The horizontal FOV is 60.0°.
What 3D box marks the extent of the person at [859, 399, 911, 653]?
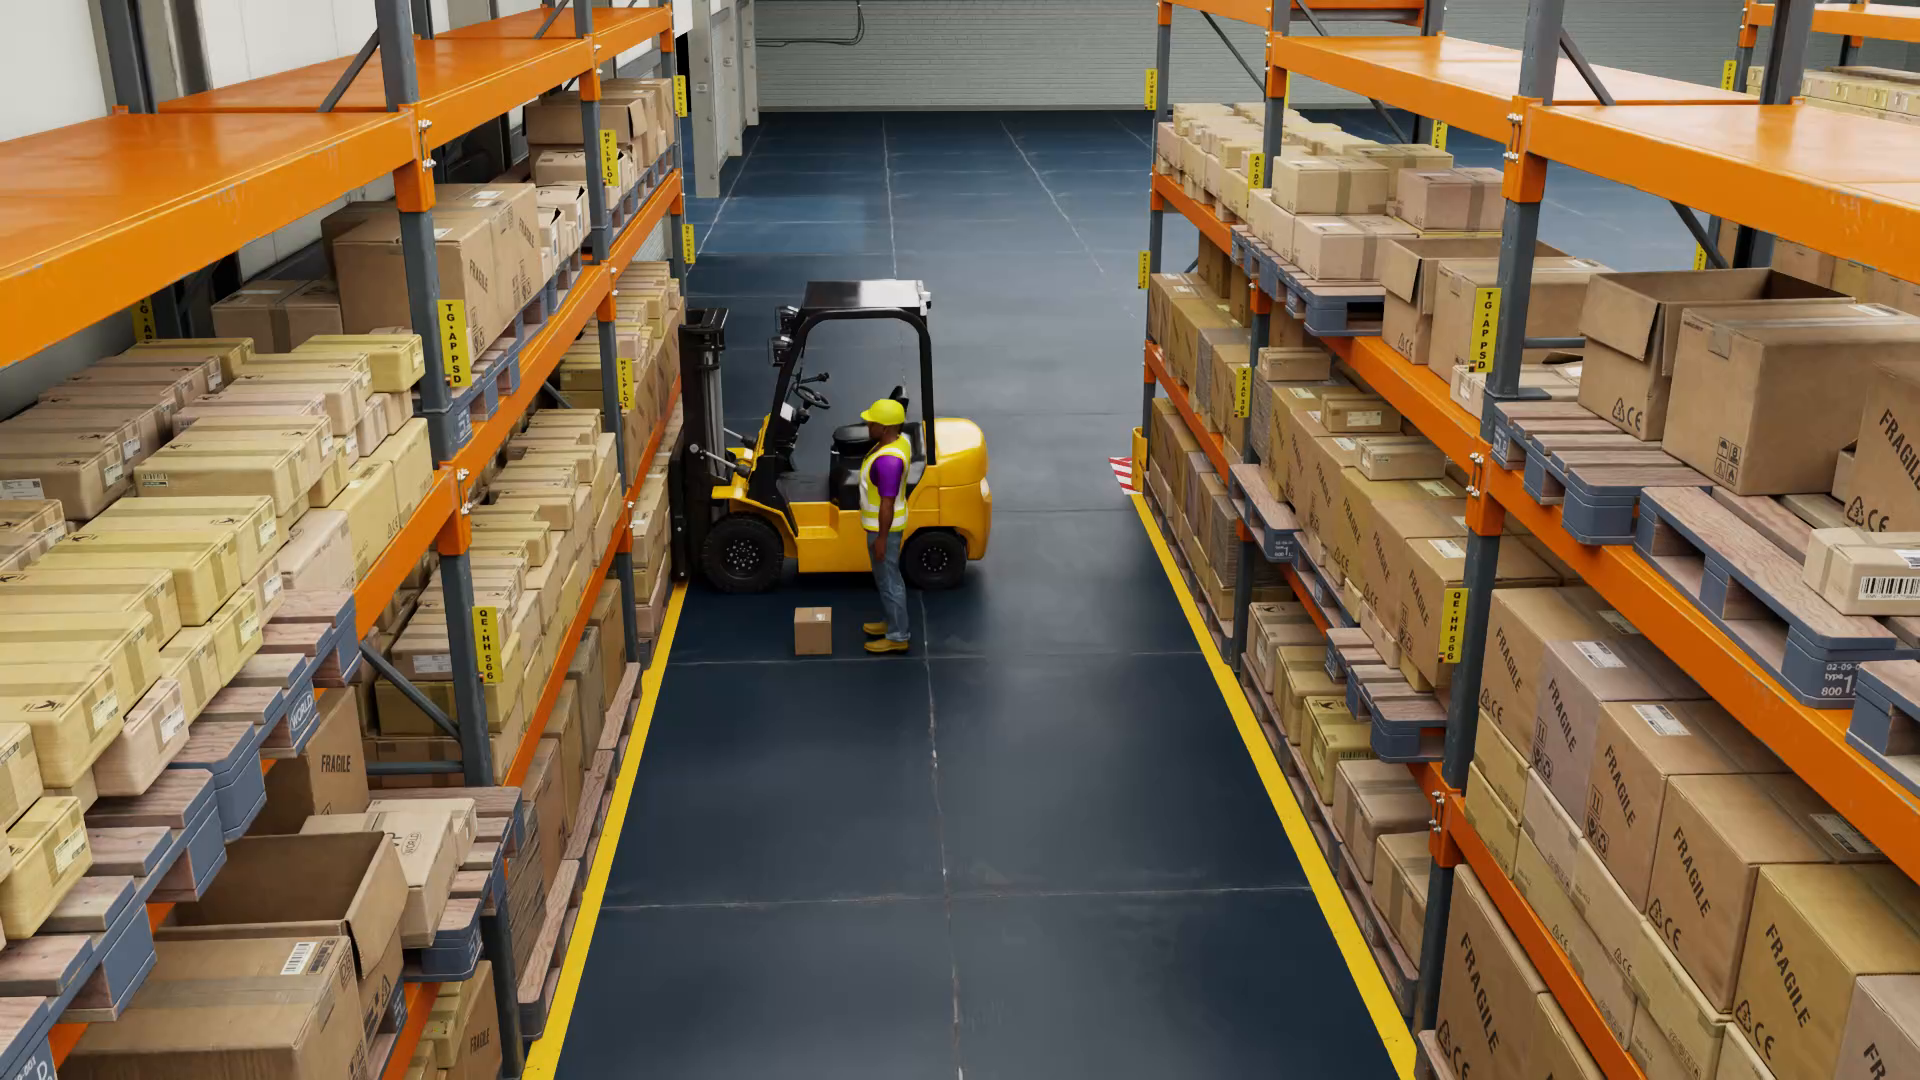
[{"bbox_3d":[-0.517,-0.105,11.271,0.364,1.770,0.576,1,20,2],"label":"person"}]
